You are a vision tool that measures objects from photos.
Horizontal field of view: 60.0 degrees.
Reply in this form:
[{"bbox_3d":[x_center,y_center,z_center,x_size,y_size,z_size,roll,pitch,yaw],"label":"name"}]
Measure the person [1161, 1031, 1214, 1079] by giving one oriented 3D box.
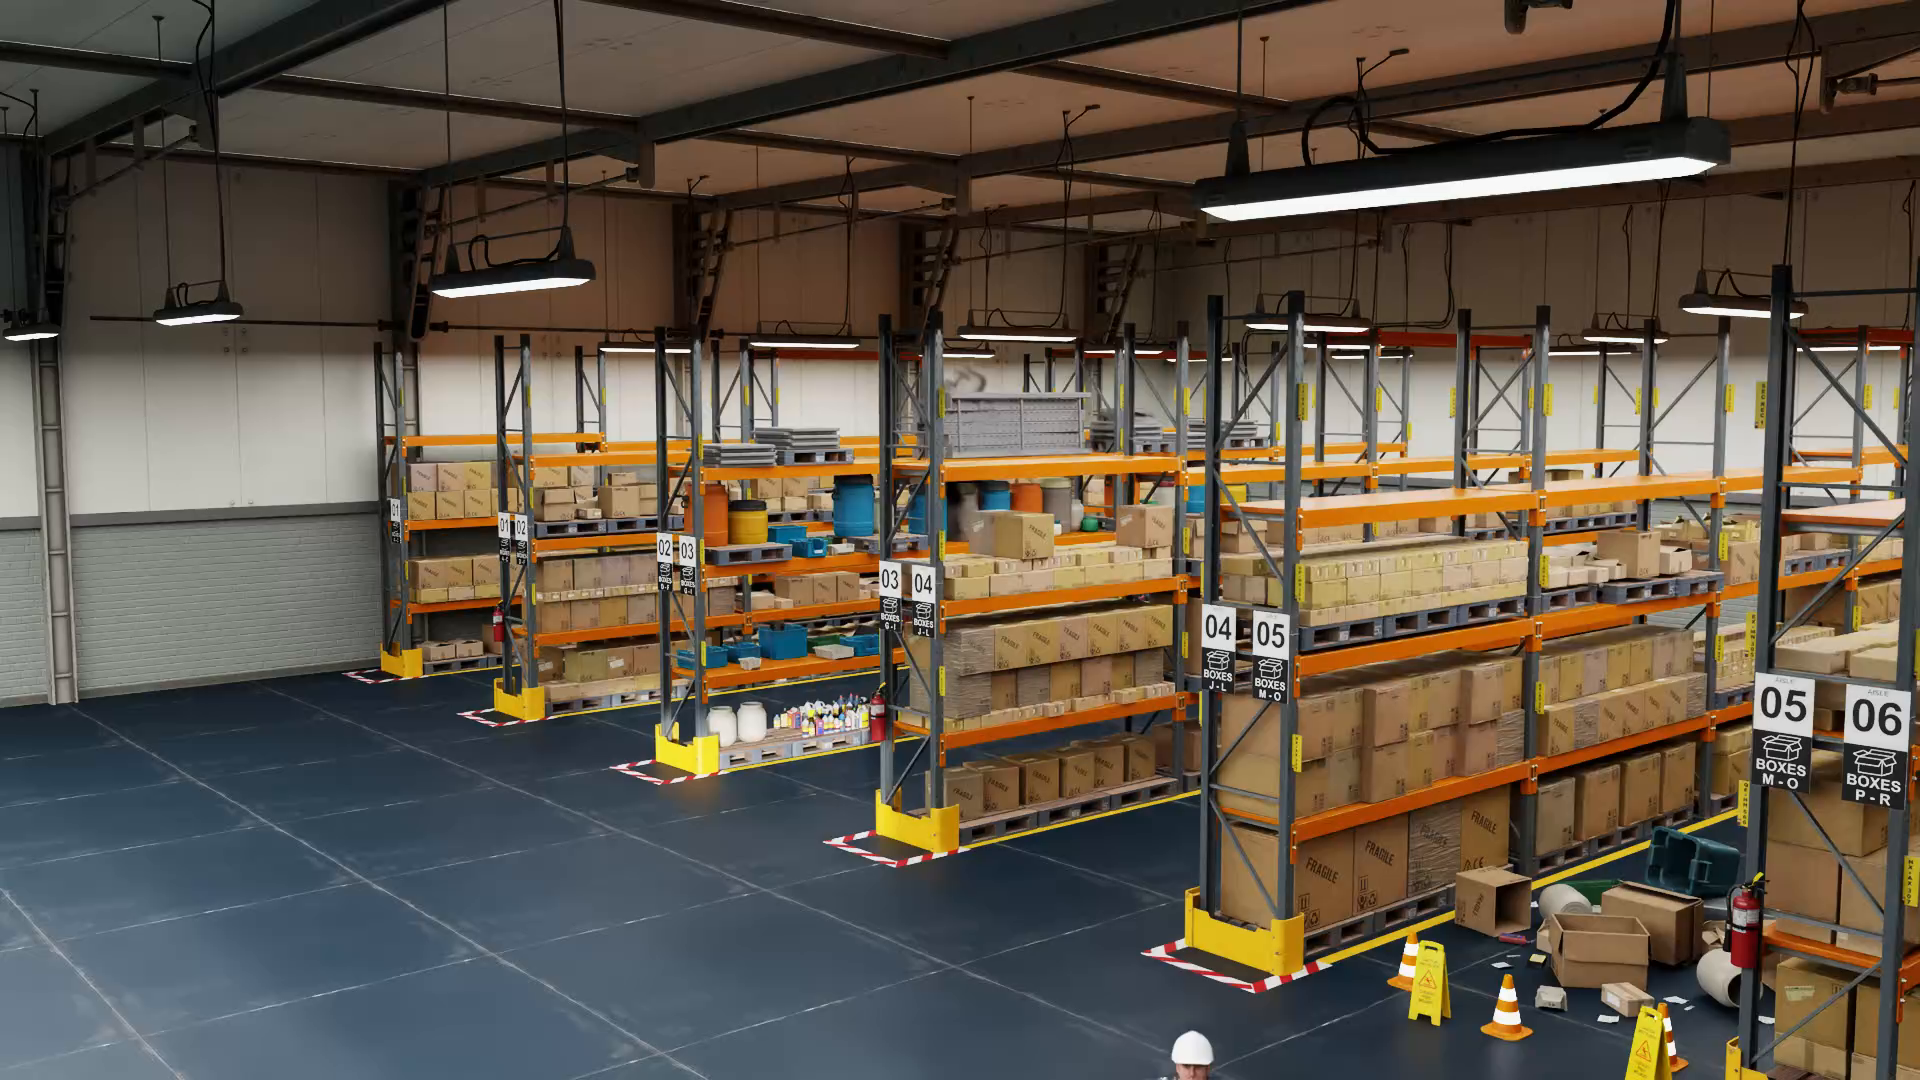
[{"bbox_3d":[1.212,3.484,8.774,0.633,1.840,0.833,0,5,5],"label":"person"}]
